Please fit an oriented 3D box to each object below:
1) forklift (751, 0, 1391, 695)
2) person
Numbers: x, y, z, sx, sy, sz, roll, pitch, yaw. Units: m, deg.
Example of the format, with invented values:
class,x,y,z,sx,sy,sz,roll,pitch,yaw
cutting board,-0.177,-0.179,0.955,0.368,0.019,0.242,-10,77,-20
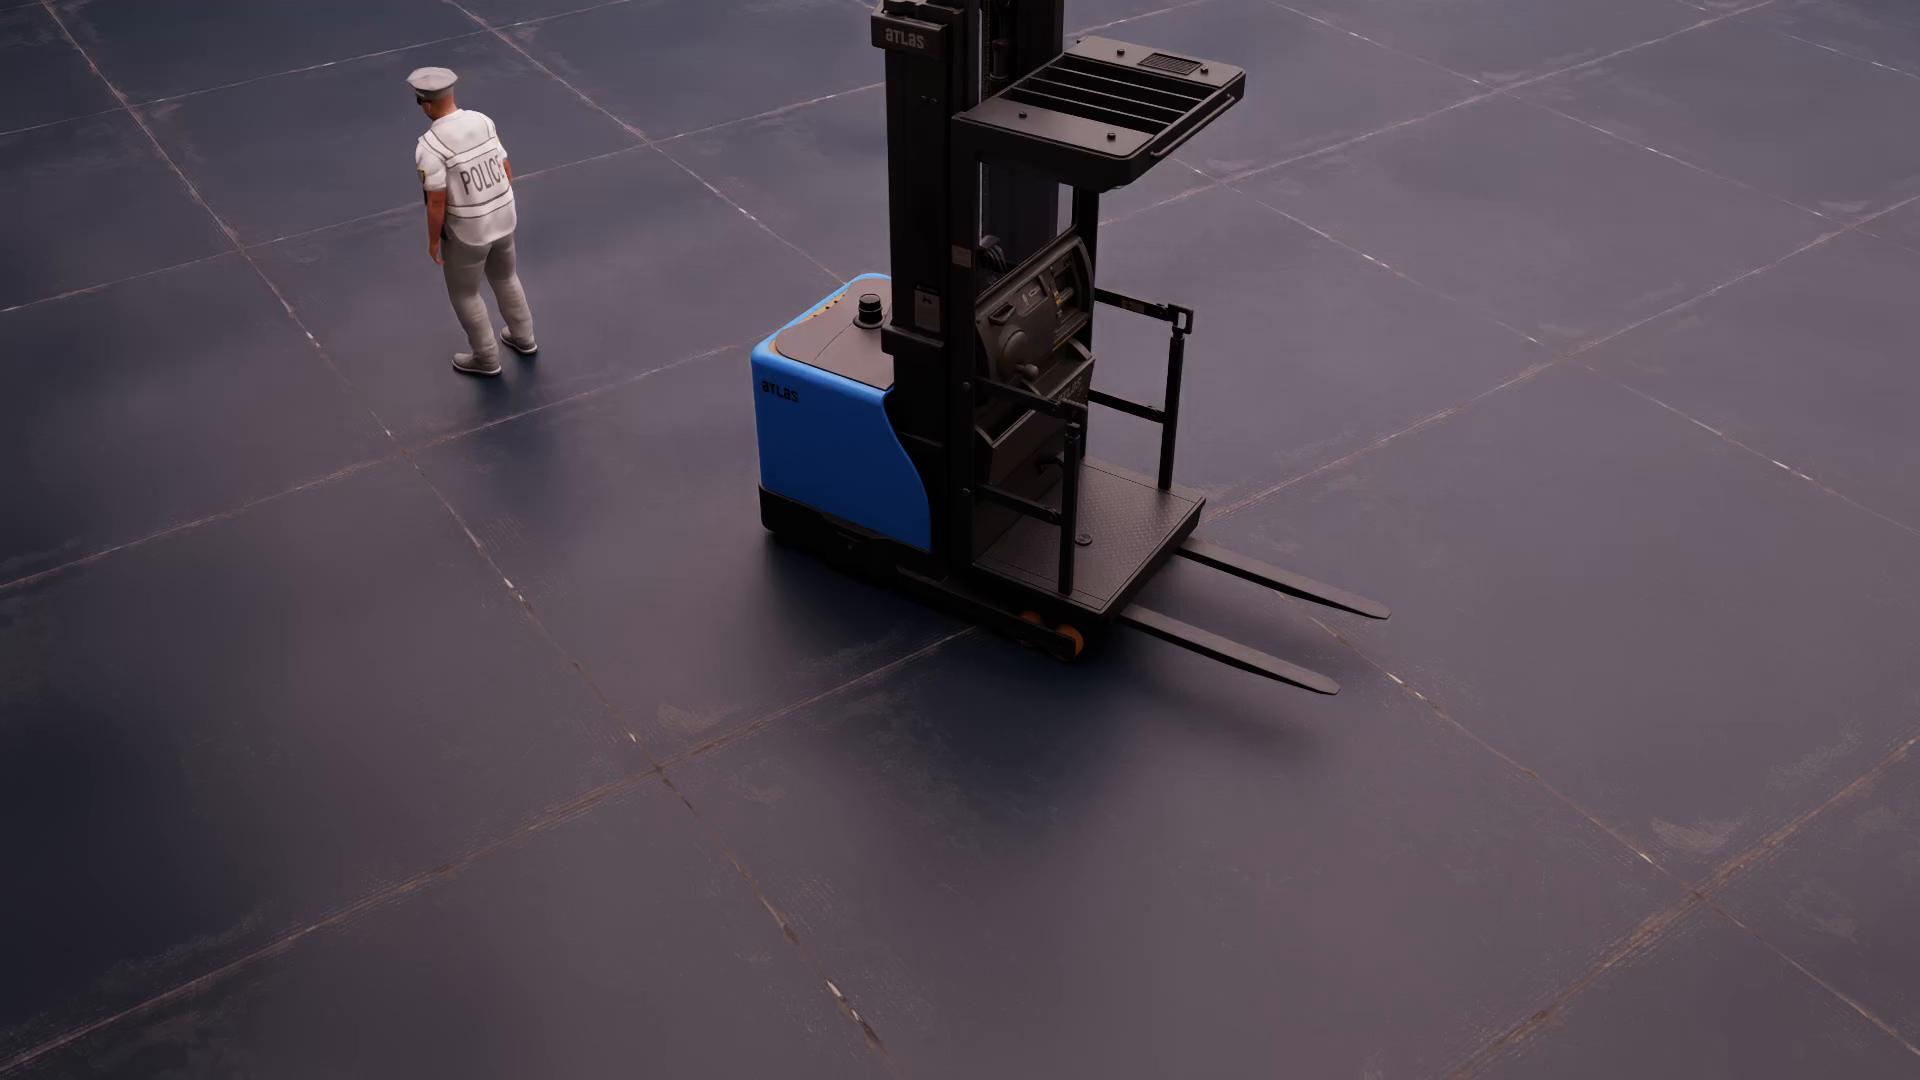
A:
class,x,y,z,sx,sy,sz,roll,pitch,yaw
forklift,0.514,-0.985,7.276,3.031,2.935,1.130,21,41,26
person,-2.722,-1.759,9.317,0.433,1.748,0.587,22,42,27
